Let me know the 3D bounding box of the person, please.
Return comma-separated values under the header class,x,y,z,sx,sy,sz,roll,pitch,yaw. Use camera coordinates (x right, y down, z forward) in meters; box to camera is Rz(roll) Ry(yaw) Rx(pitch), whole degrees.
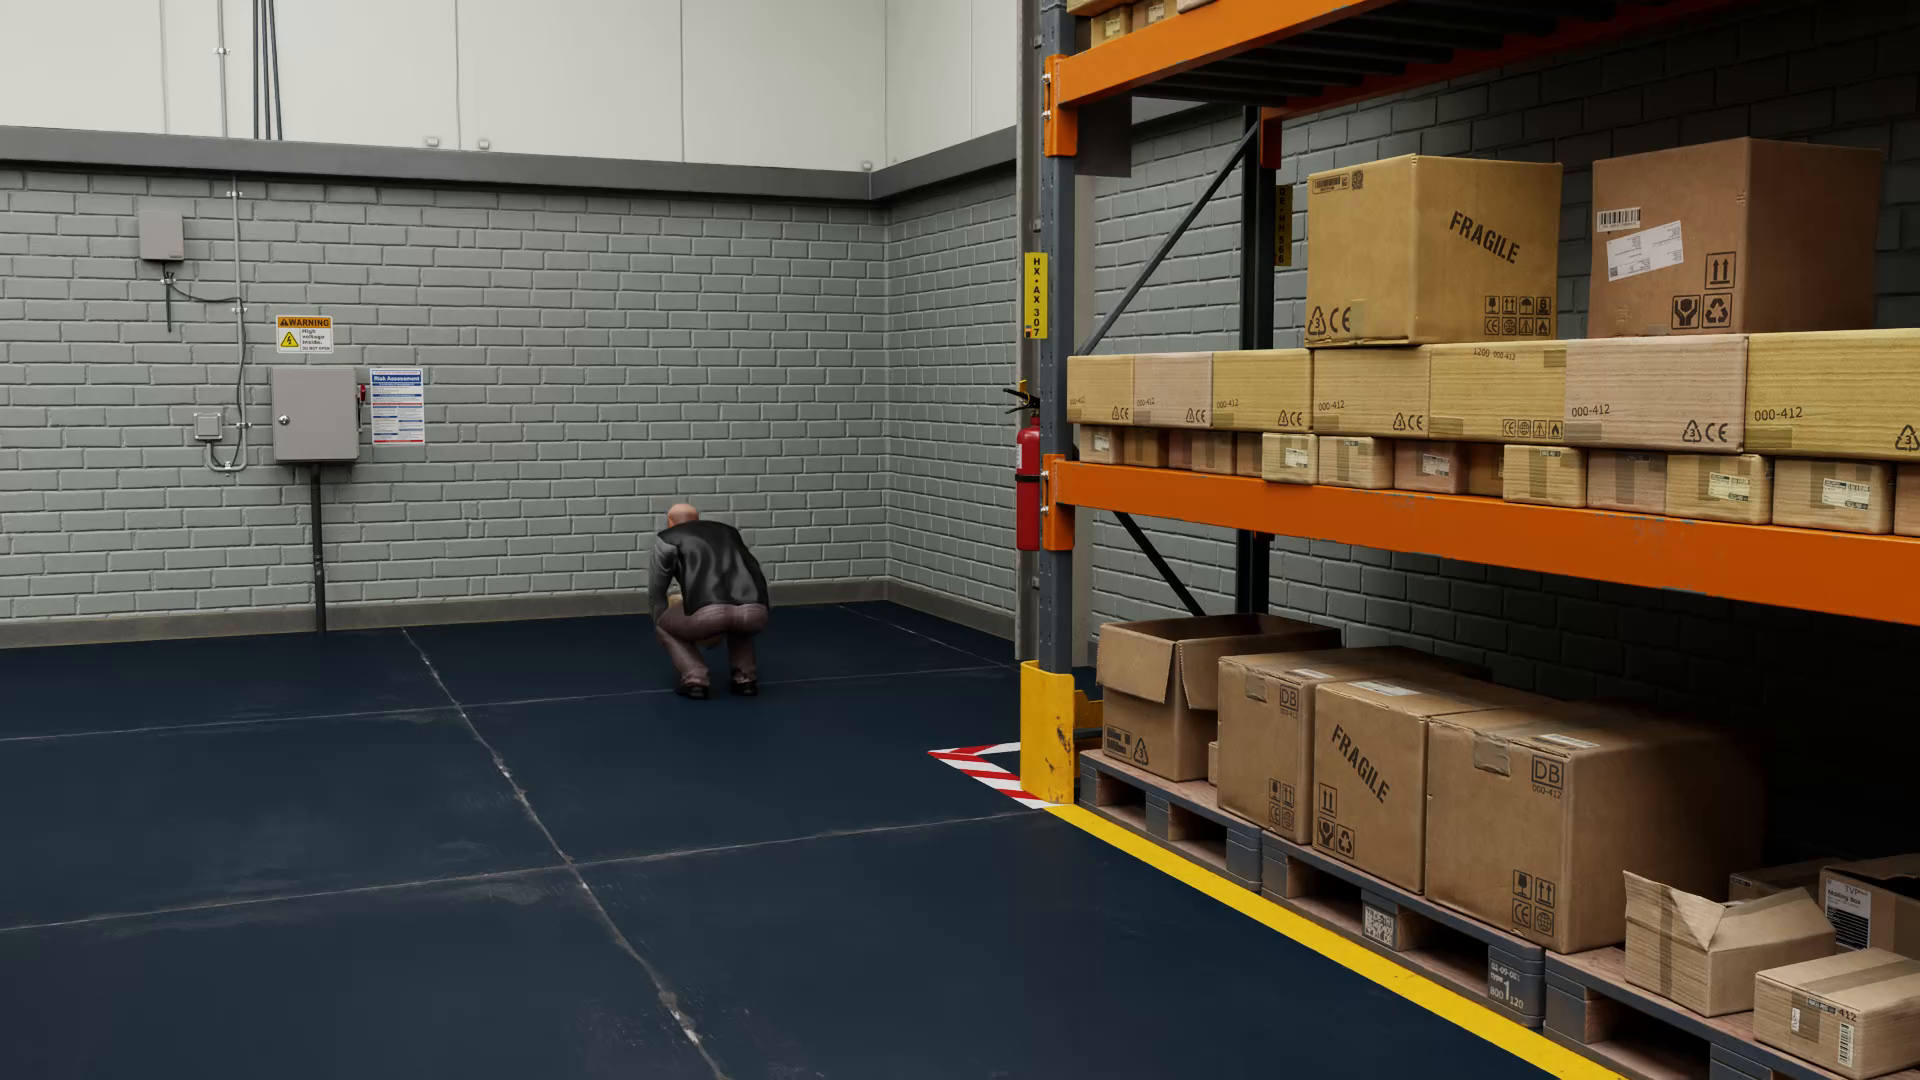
class,x,y,z,sx,sy,sz,roll,pitch,yaw
person,-1.322,0.346,8.680,0.539,0.892,0.873,-2,6,-24
